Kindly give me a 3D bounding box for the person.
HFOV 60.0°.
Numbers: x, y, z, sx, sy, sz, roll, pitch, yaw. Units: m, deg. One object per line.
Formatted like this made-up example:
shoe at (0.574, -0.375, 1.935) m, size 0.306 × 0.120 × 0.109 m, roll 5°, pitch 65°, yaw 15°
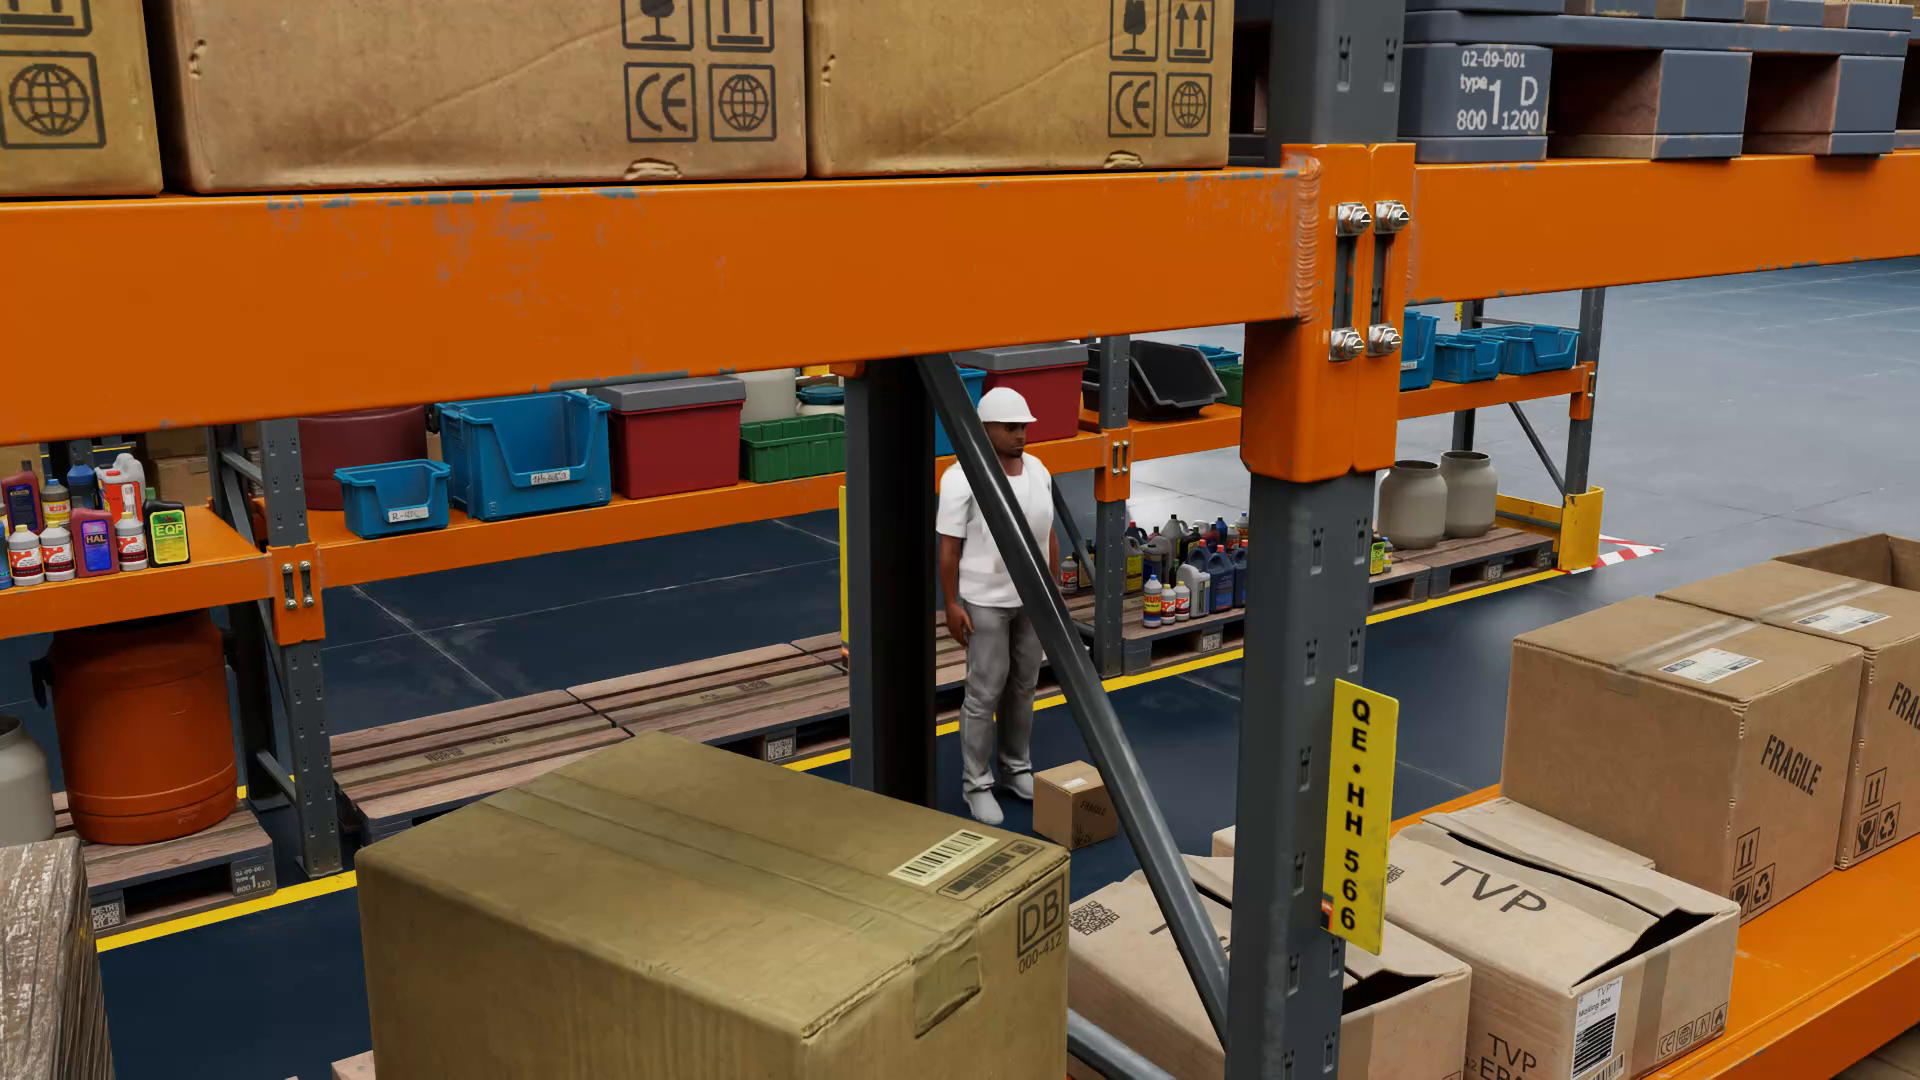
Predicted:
person at (0.204, 0.263, 6.968) m, size 0.577 × 1.795 × 0.426 m, roll -10°, pitch 17°, yaw -34°
